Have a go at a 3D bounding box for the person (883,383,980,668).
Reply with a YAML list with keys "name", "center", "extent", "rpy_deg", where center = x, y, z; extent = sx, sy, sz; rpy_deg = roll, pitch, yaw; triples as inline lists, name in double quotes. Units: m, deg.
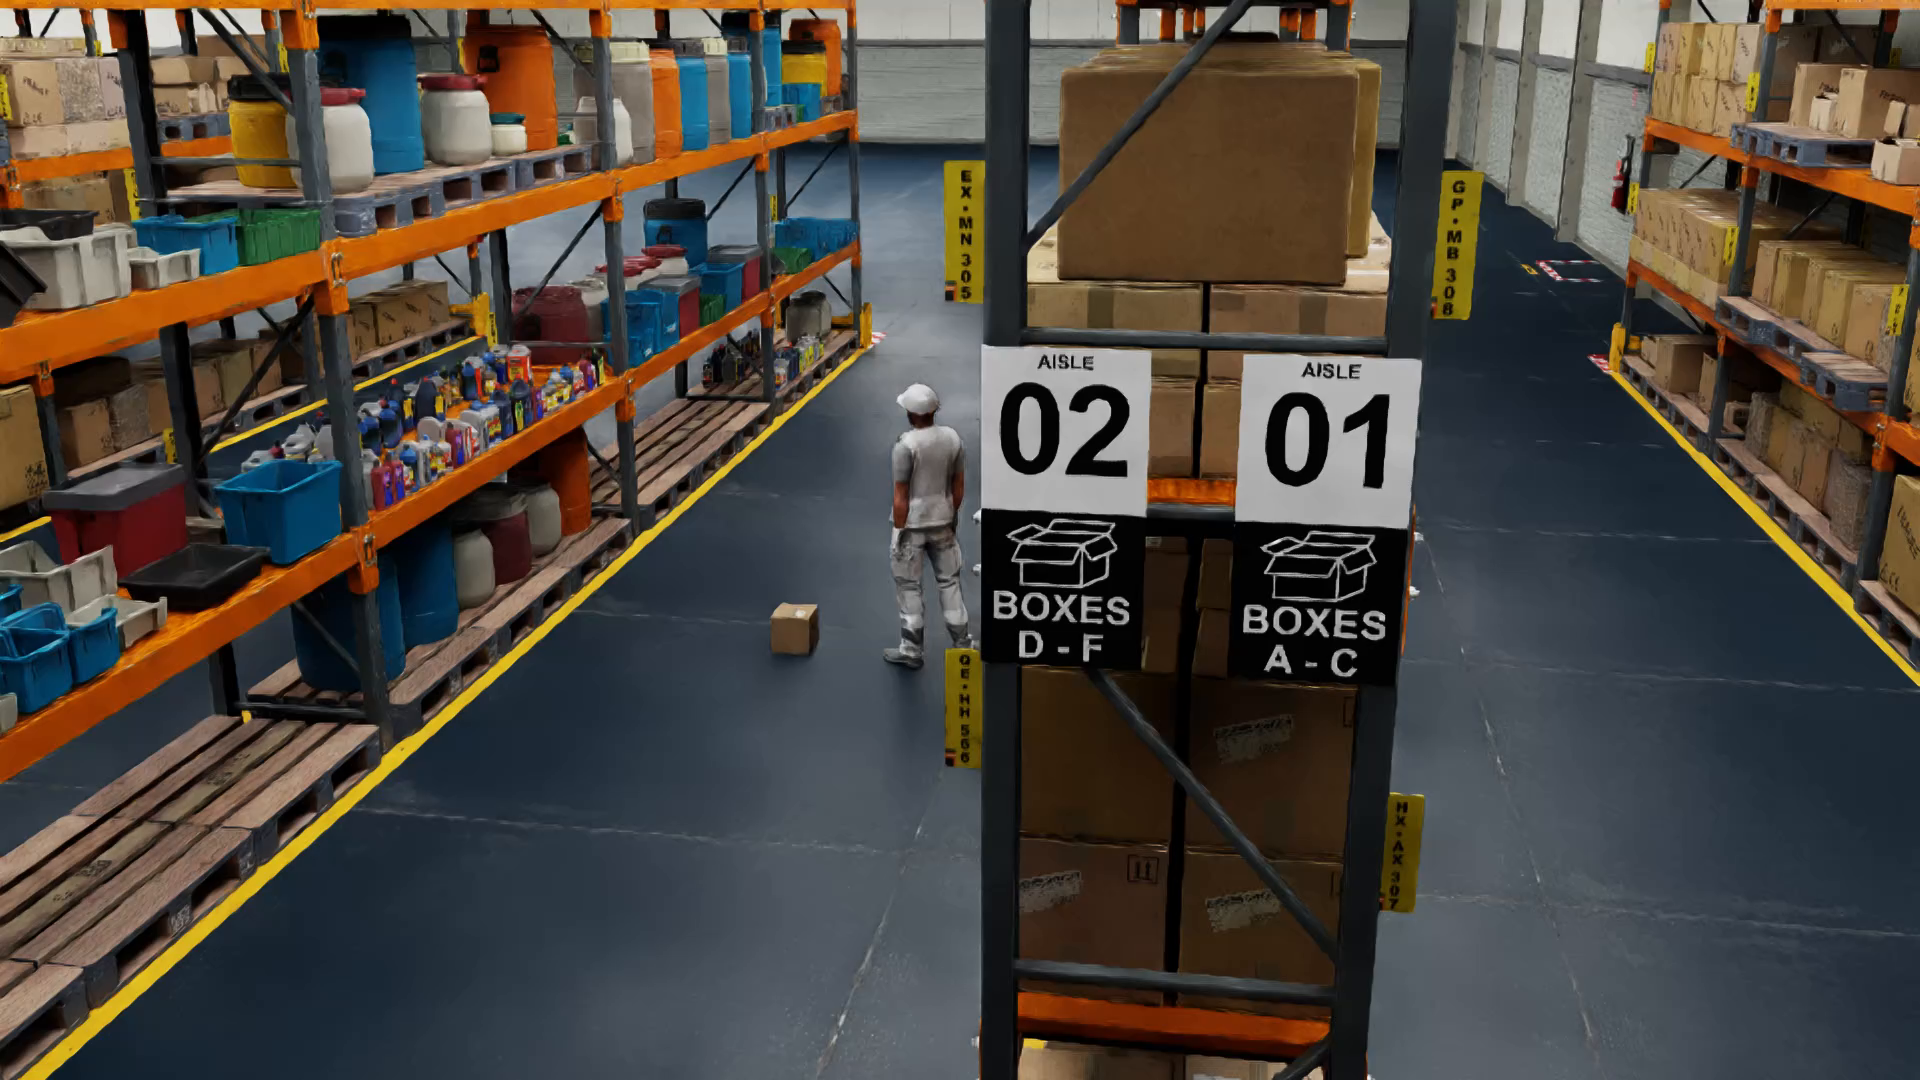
- name: "person"
  center: [-0.165, -0.098, 10.280]
  extent: [0.662, 1.791, 0.428]
  rpy_deg: [-10, 20, -29]
